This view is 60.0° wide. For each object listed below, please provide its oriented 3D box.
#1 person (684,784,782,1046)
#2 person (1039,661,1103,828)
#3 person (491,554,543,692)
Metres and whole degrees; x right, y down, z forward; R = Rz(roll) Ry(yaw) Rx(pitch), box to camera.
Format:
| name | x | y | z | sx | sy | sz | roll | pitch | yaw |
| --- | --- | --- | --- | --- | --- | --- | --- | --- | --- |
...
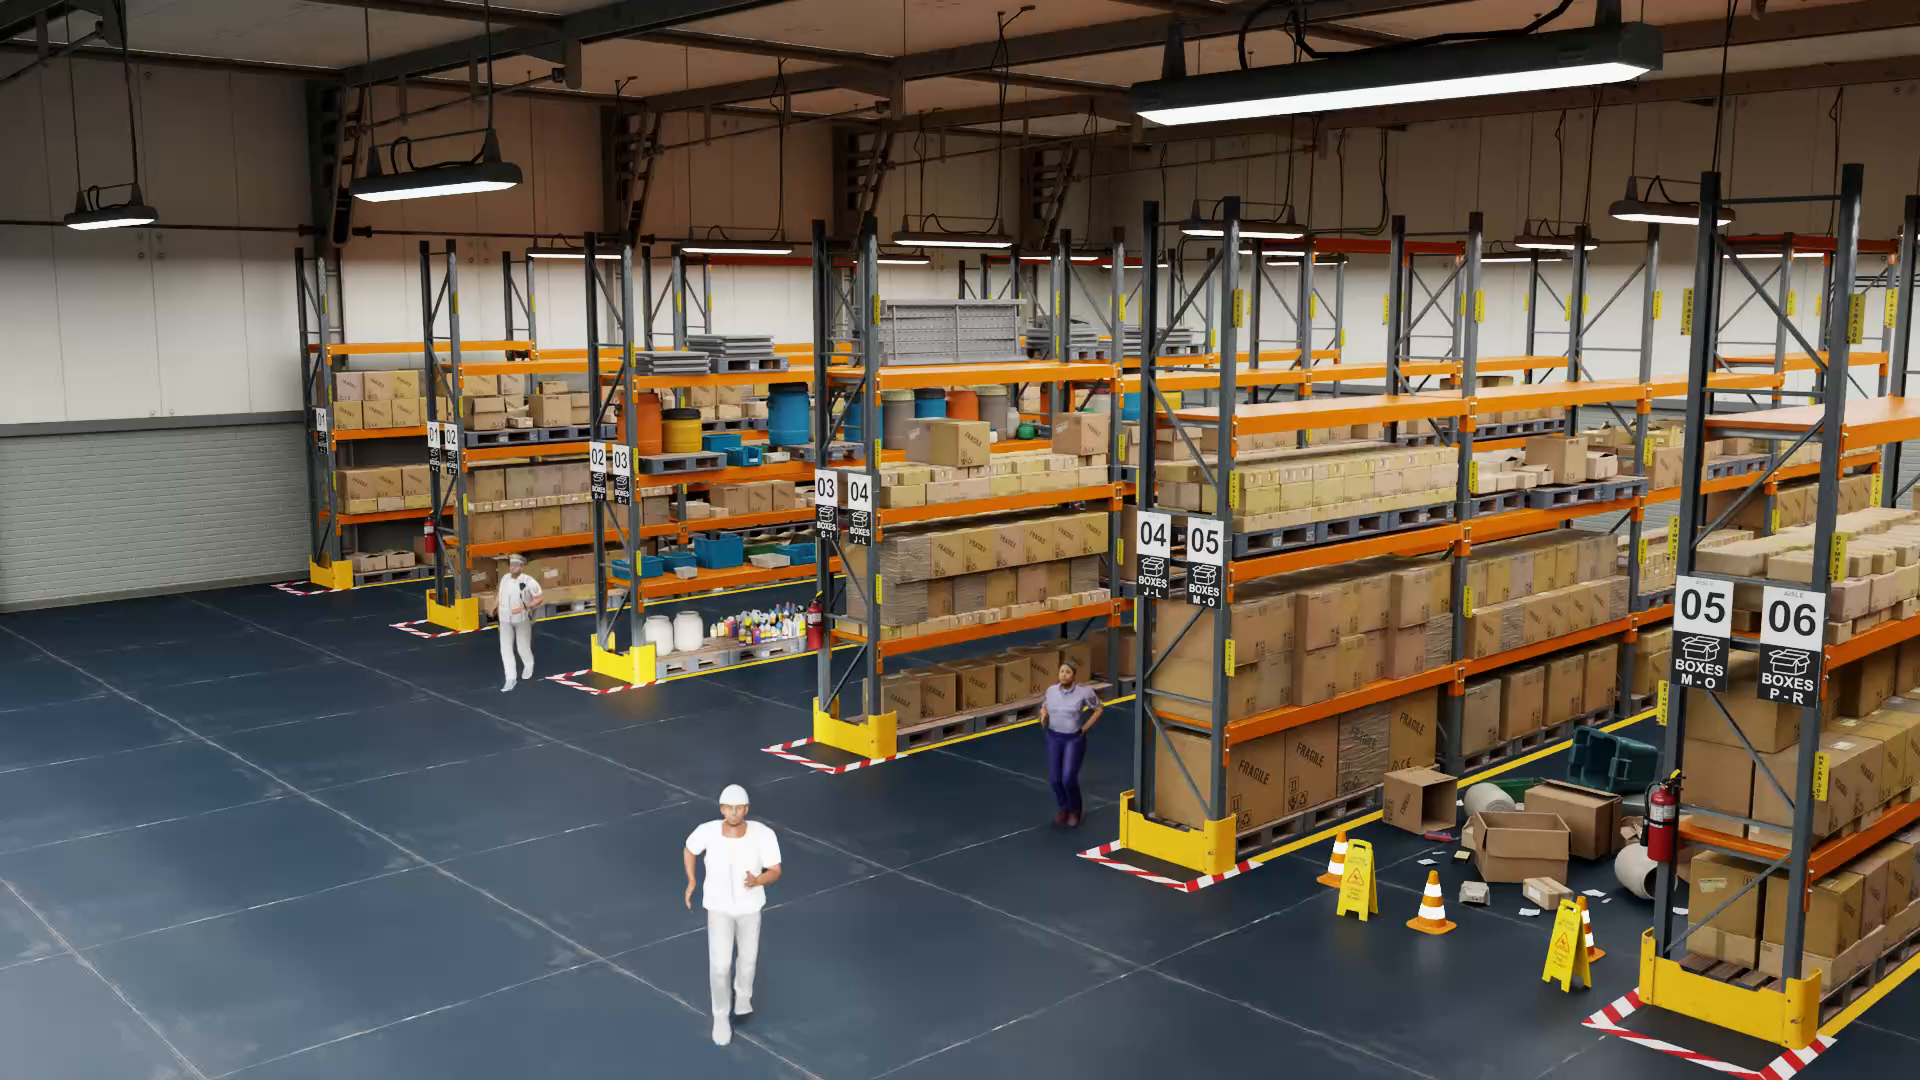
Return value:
| name | x | y | z | sx | sy | sz | roll | pitch | yaw |
| --- | --- | --- | --- | --- | --- | --- | --- | --- | --- |
| person | -1.584 | 2.606 | 11.658 | 0.669 | 1.814 | 0.746 | -2 | 9 | -11 |
| person | 1.029 | 2.014 | 16.240 | 0.606 | 1.668 | 0.577 | 4 | 9 | 26 |
| person | -5.885 | 1.070 | 22.149 | 0.685 | 1.792 | 0.851 | 0 | 8 | 2 |
